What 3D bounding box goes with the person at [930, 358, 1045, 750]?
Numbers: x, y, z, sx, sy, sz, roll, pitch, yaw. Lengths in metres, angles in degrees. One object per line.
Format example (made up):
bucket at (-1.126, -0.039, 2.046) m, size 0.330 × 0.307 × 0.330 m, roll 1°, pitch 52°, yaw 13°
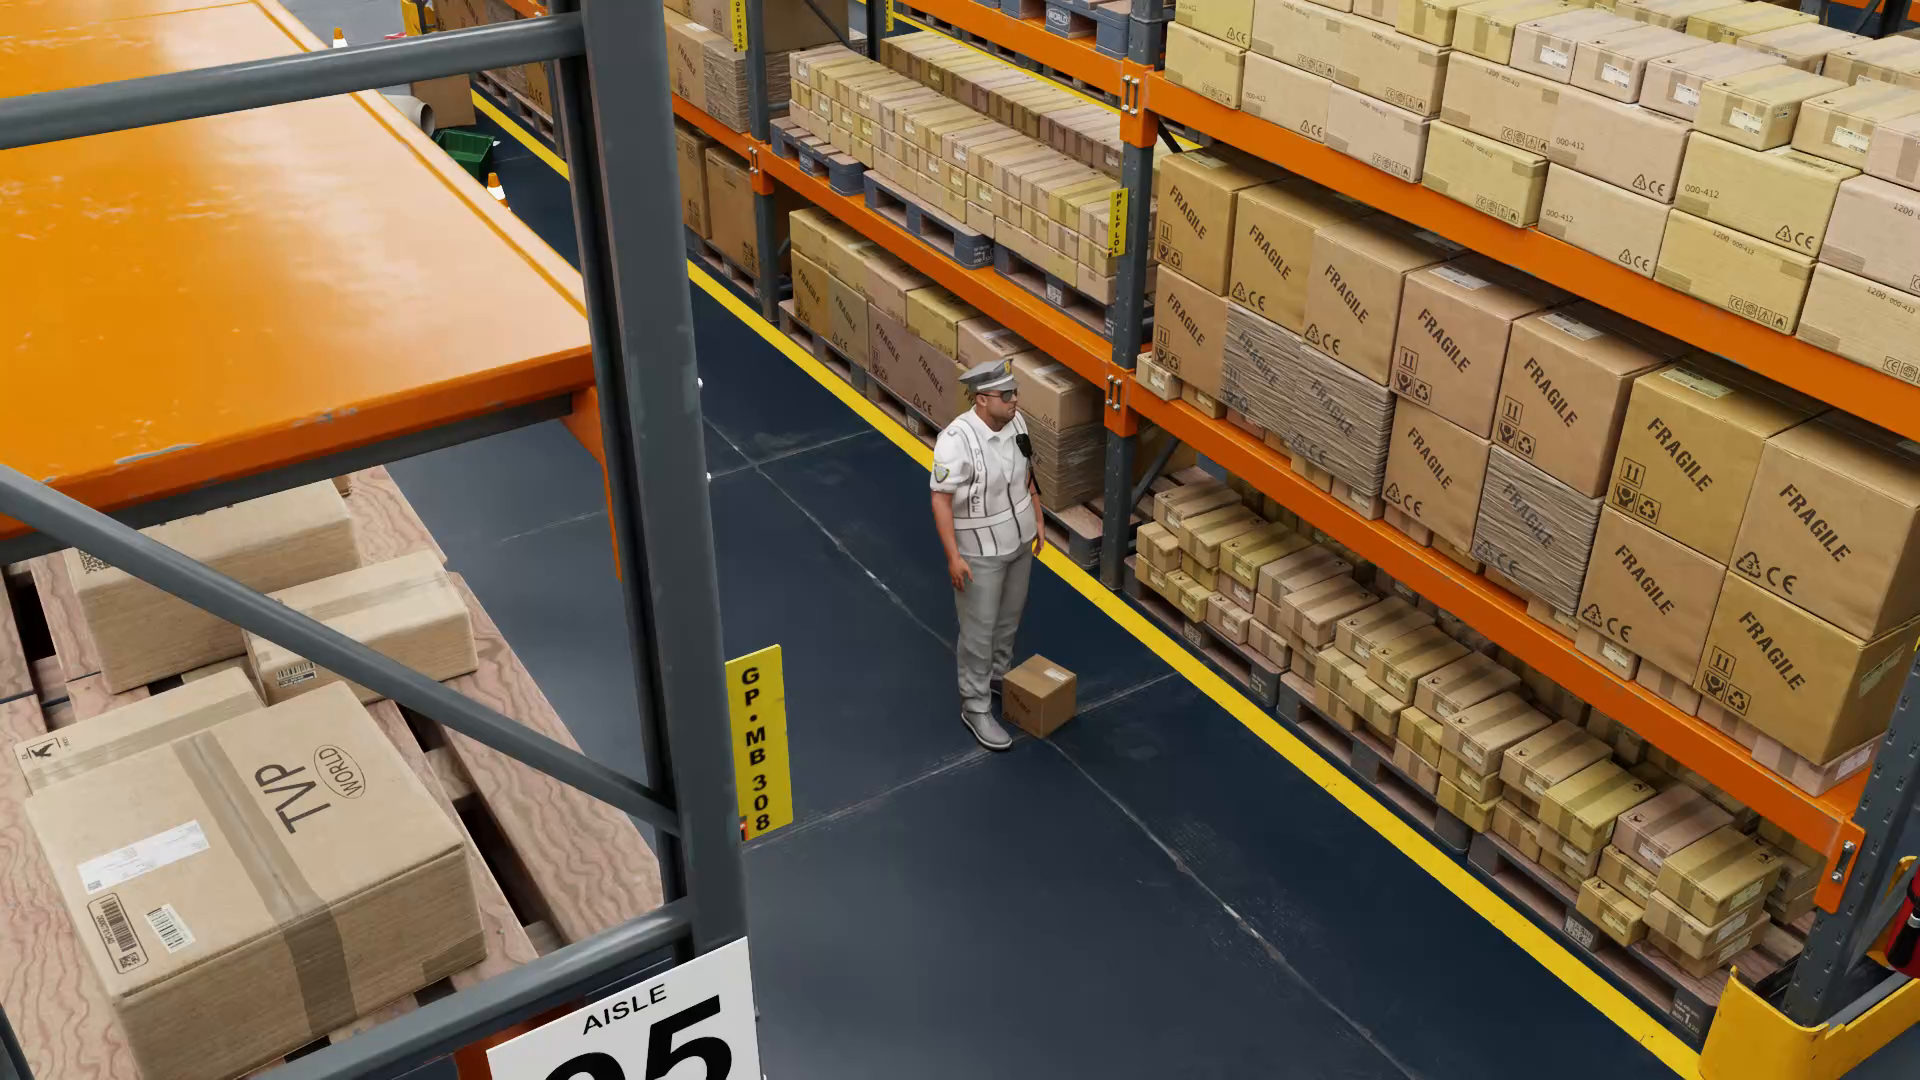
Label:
person at (0.199, 0.025, 7.618) m, size 0.575 × 1.779 × 0.640 m, roll 27°, pitch 41°, yaw 36°
